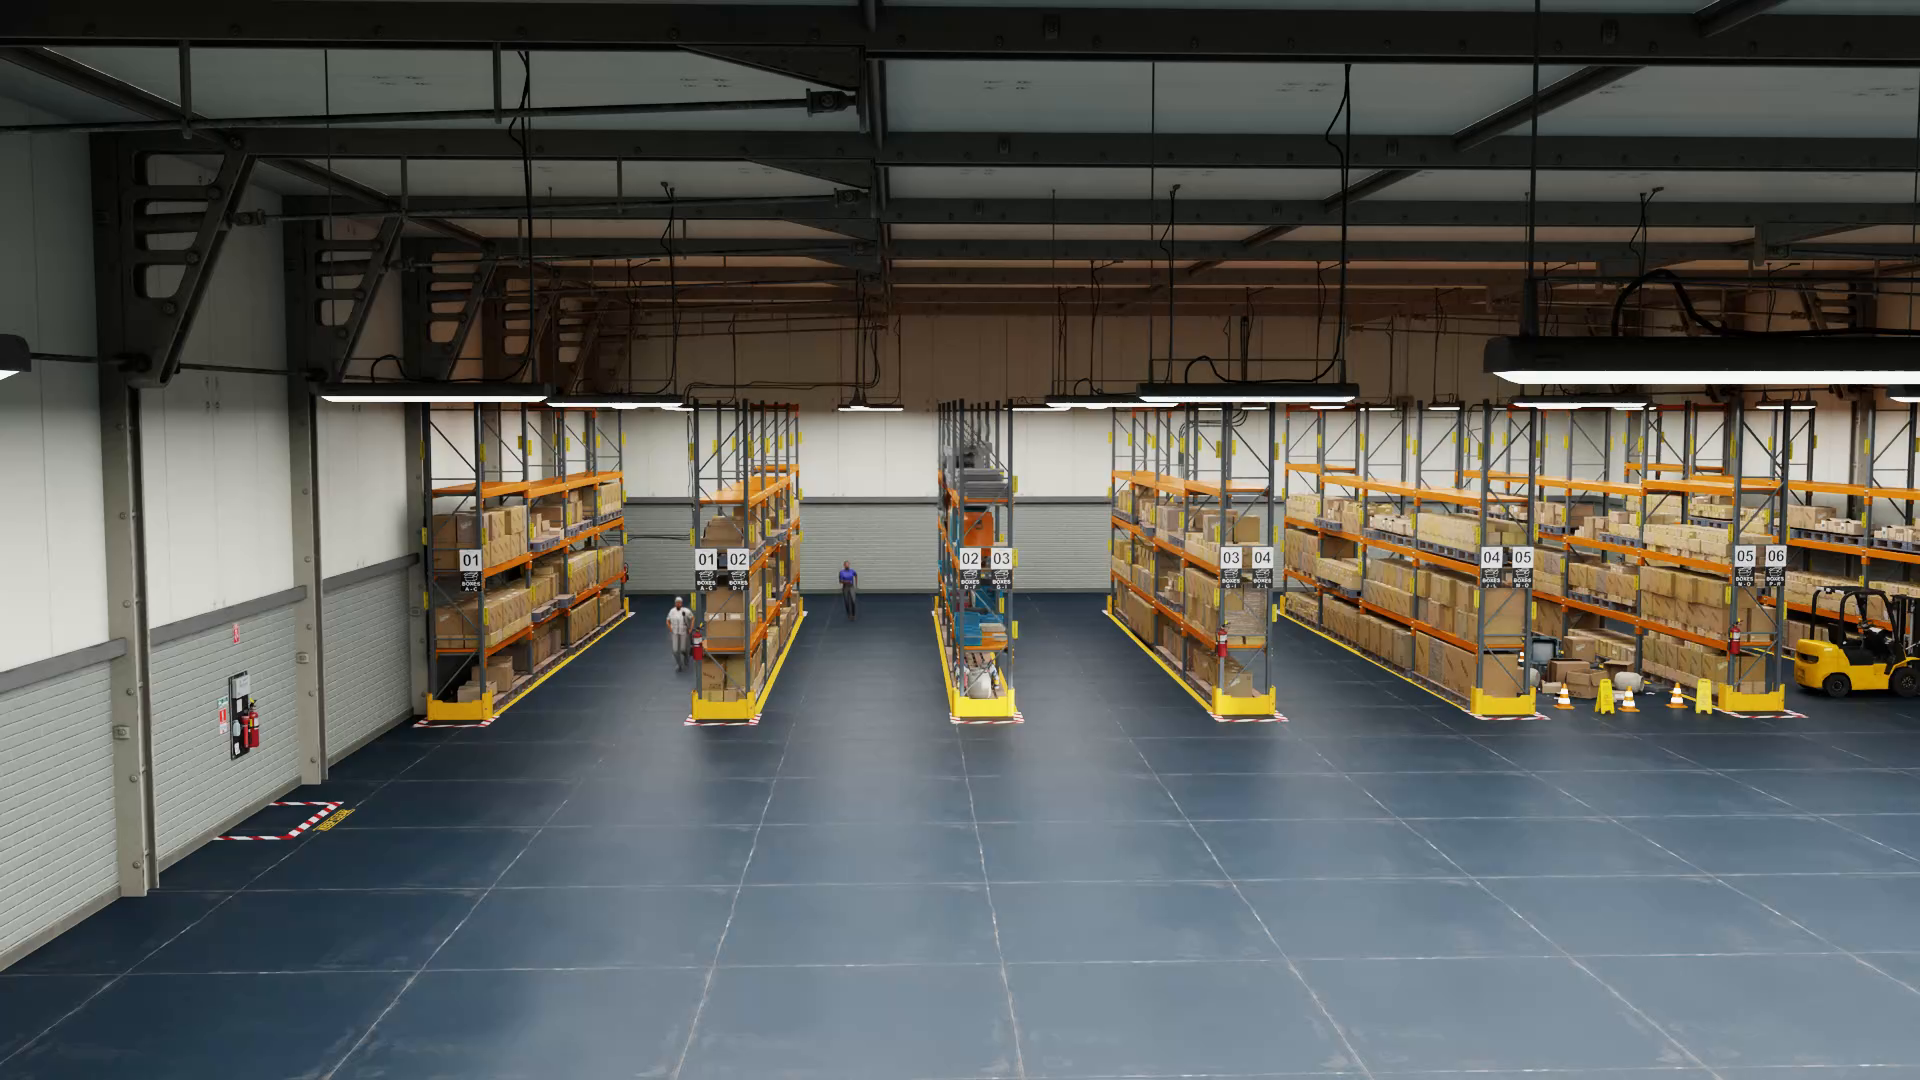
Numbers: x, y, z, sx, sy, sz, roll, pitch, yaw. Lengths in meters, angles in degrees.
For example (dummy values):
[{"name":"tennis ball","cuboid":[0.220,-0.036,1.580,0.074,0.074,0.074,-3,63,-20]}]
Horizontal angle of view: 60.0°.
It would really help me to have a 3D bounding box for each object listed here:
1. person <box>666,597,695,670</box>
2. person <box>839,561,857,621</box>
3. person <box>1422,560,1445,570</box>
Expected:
[{"name":"person","cuboid":[-6.265,2.092,37.243,0.640,1.626,0.571,0,4,0]},{"name":"person","cuboid":[-3.103,1.504,46.215,0.513,1.513,0.664,0,4,-4]},{"name":"person","cuboid":[14.052,1.069,49.277,0.935,1.818,0.701,0,4,5]}]
